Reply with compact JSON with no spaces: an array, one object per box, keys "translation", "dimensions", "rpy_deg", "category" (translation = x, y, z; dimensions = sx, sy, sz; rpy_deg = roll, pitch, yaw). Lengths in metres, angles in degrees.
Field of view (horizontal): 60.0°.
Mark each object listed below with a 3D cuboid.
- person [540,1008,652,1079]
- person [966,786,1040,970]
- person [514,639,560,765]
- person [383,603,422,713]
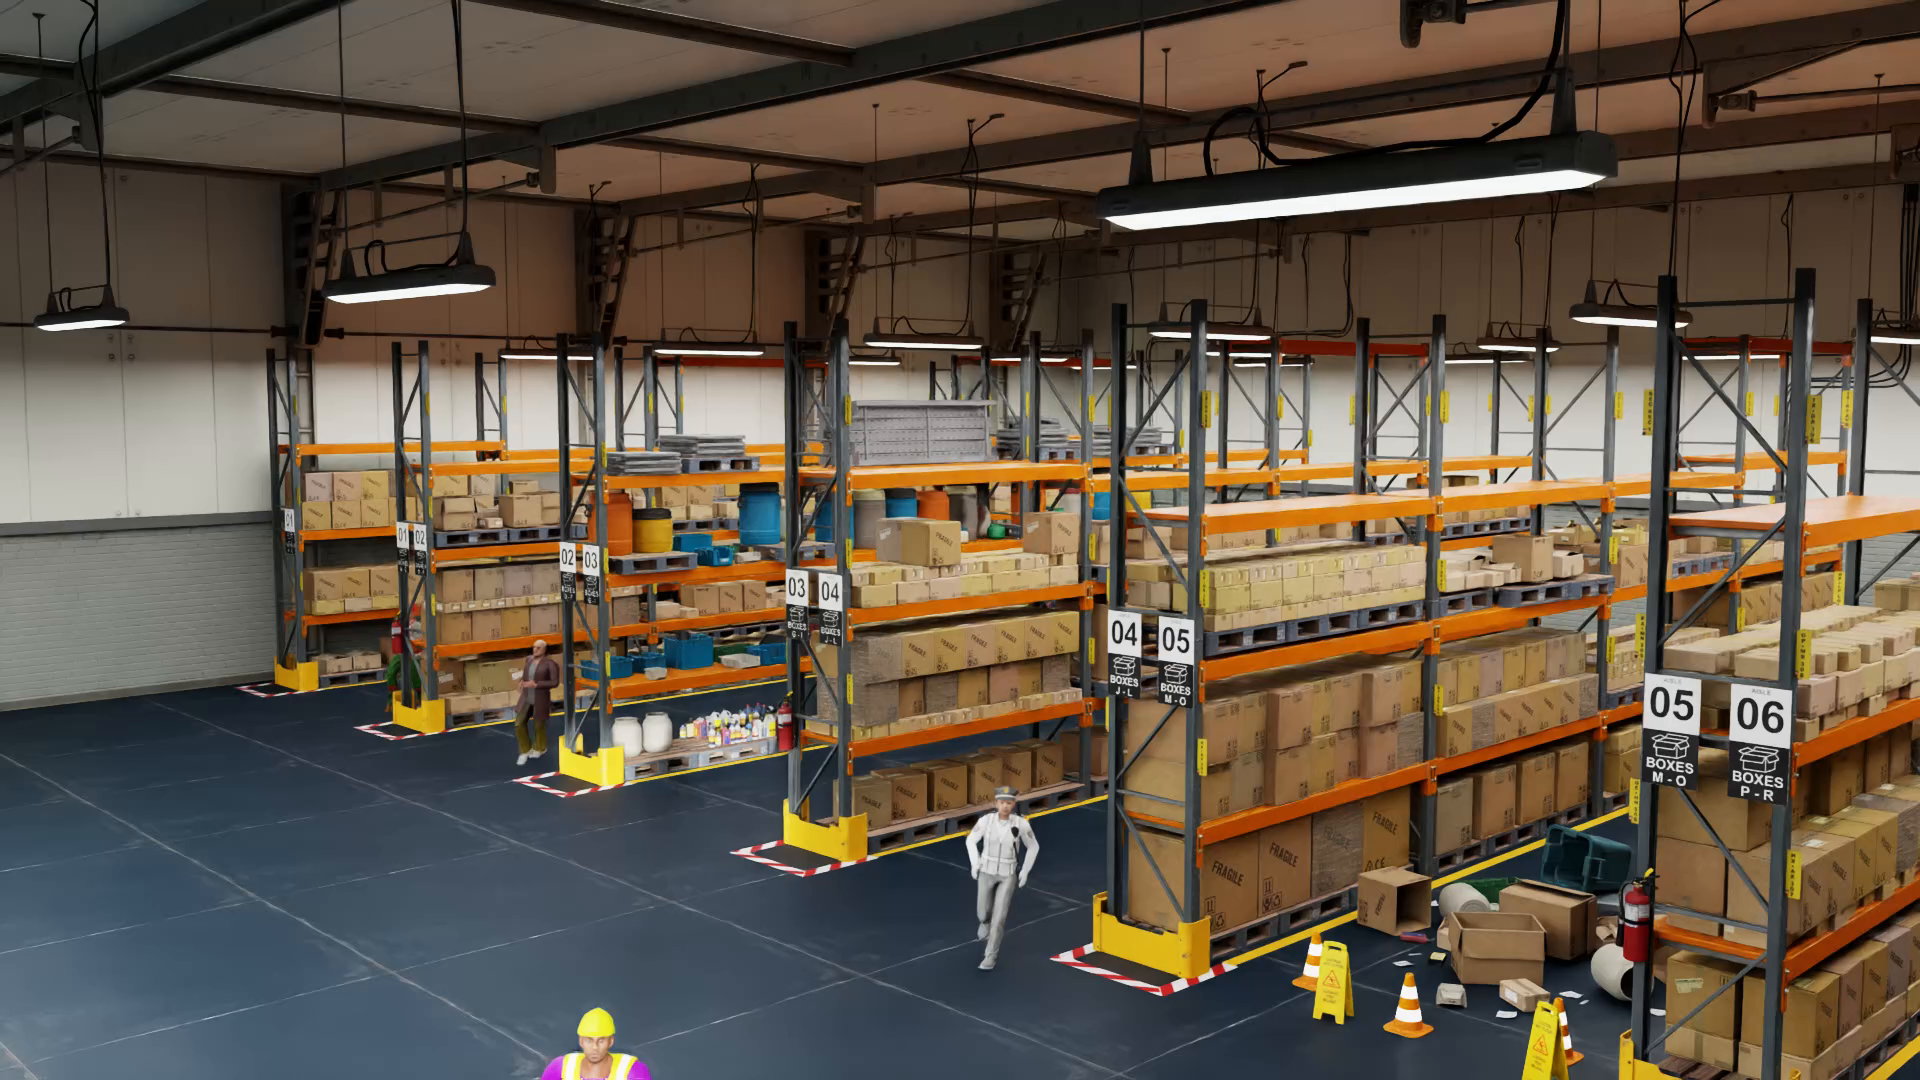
[{"translation":[-2.019,3.482,9.284],"dimensions":[0.700,1.773,0.968],"rpy_deg":[-1,5,-7],"category":"person"},{"translation":[0.389,3.037,15.202],"dimensions":[0.674,1.638,0.694],"rpy_deg":[1,5,6],"category":"person"},{"translation":[-5.887,2.290,23.382],"dimensions":[0.678,1.827,0.730],"rpy_deg":[1,5,15],"category":"person"},{"translation":[-9.032,1.928,27.324],"dimensions":[0.672,1.813,0.741],"rpy_deg":[3,6,29],"category":"person"}]
